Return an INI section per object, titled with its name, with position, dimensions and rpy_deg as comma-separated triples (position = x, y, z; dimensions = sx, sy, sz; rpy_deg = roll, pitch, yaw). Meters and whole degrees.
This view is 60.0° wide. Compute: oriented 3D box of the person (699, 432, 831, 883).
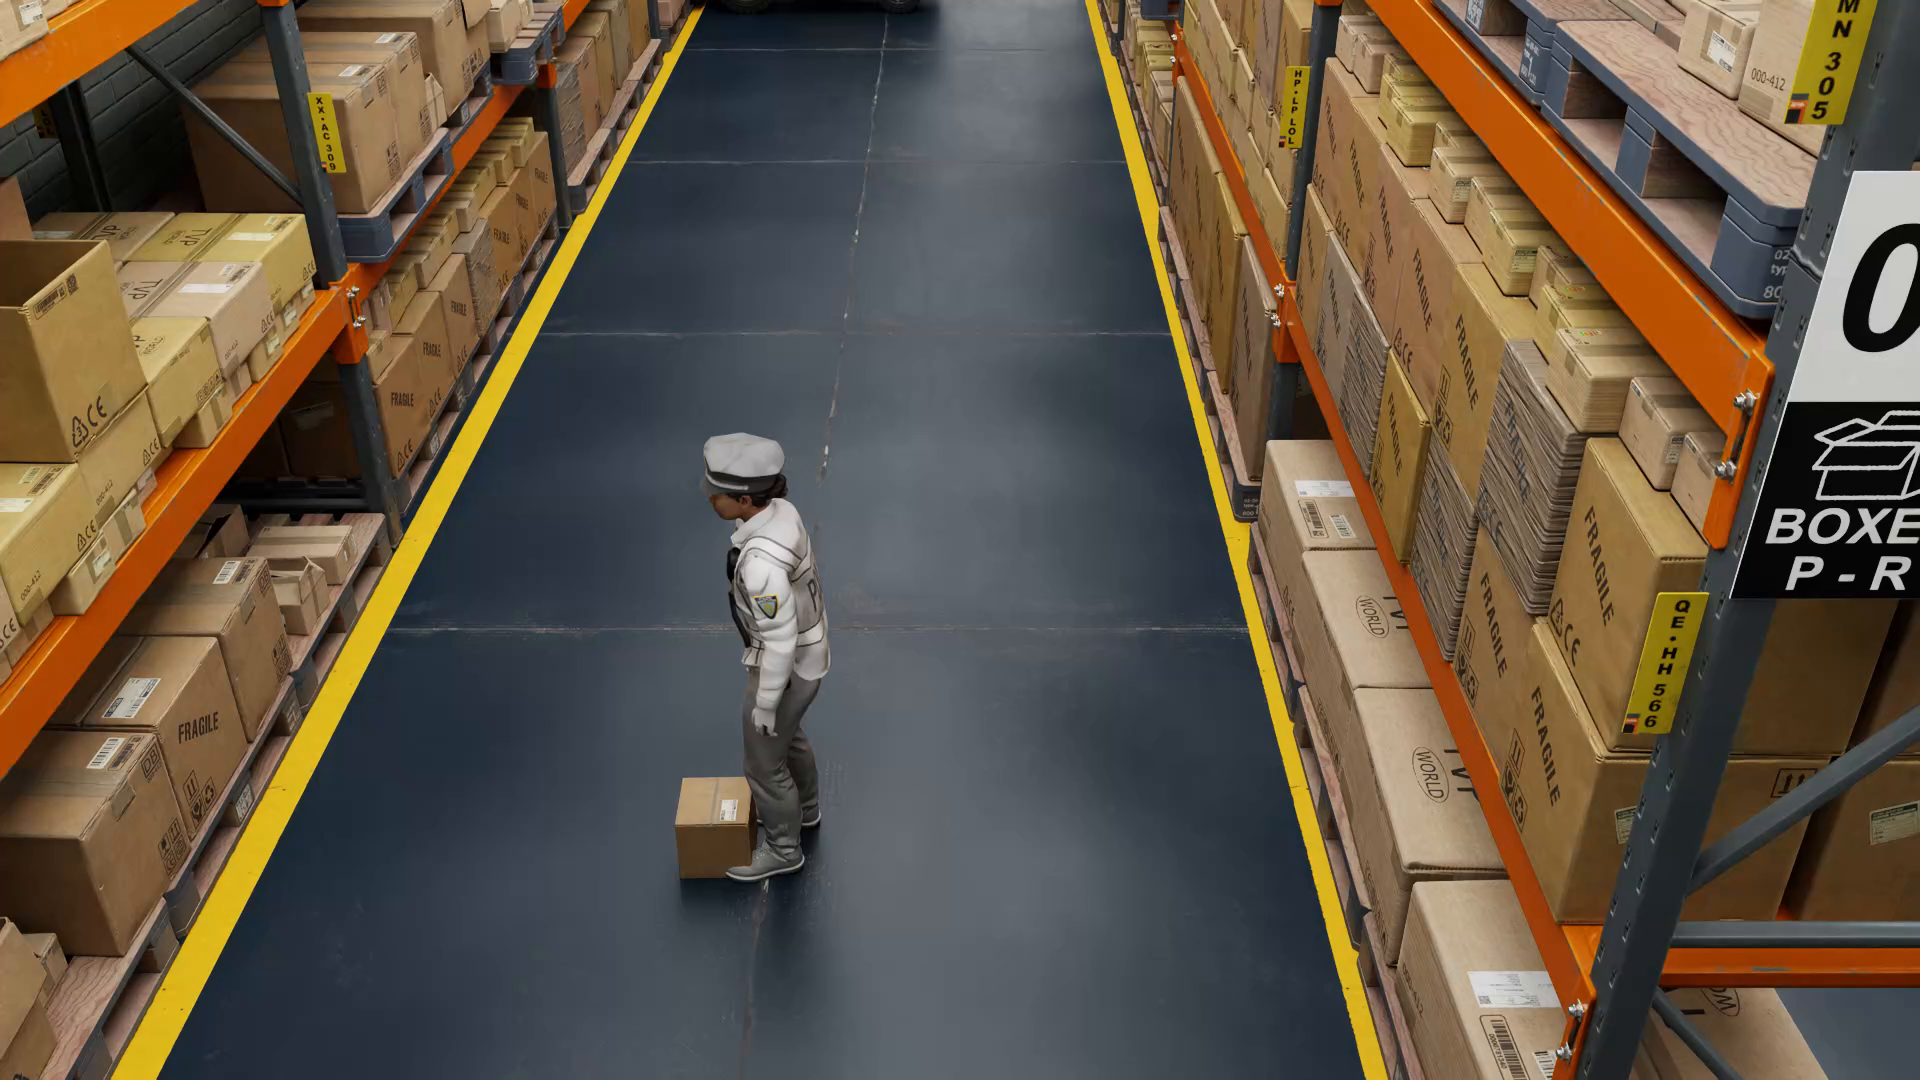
[person]
position = -0.631, 0.408, 5.469
dimensions = 0.412, 1.666, 0.546
rpy_deg = -2, 32, -3
